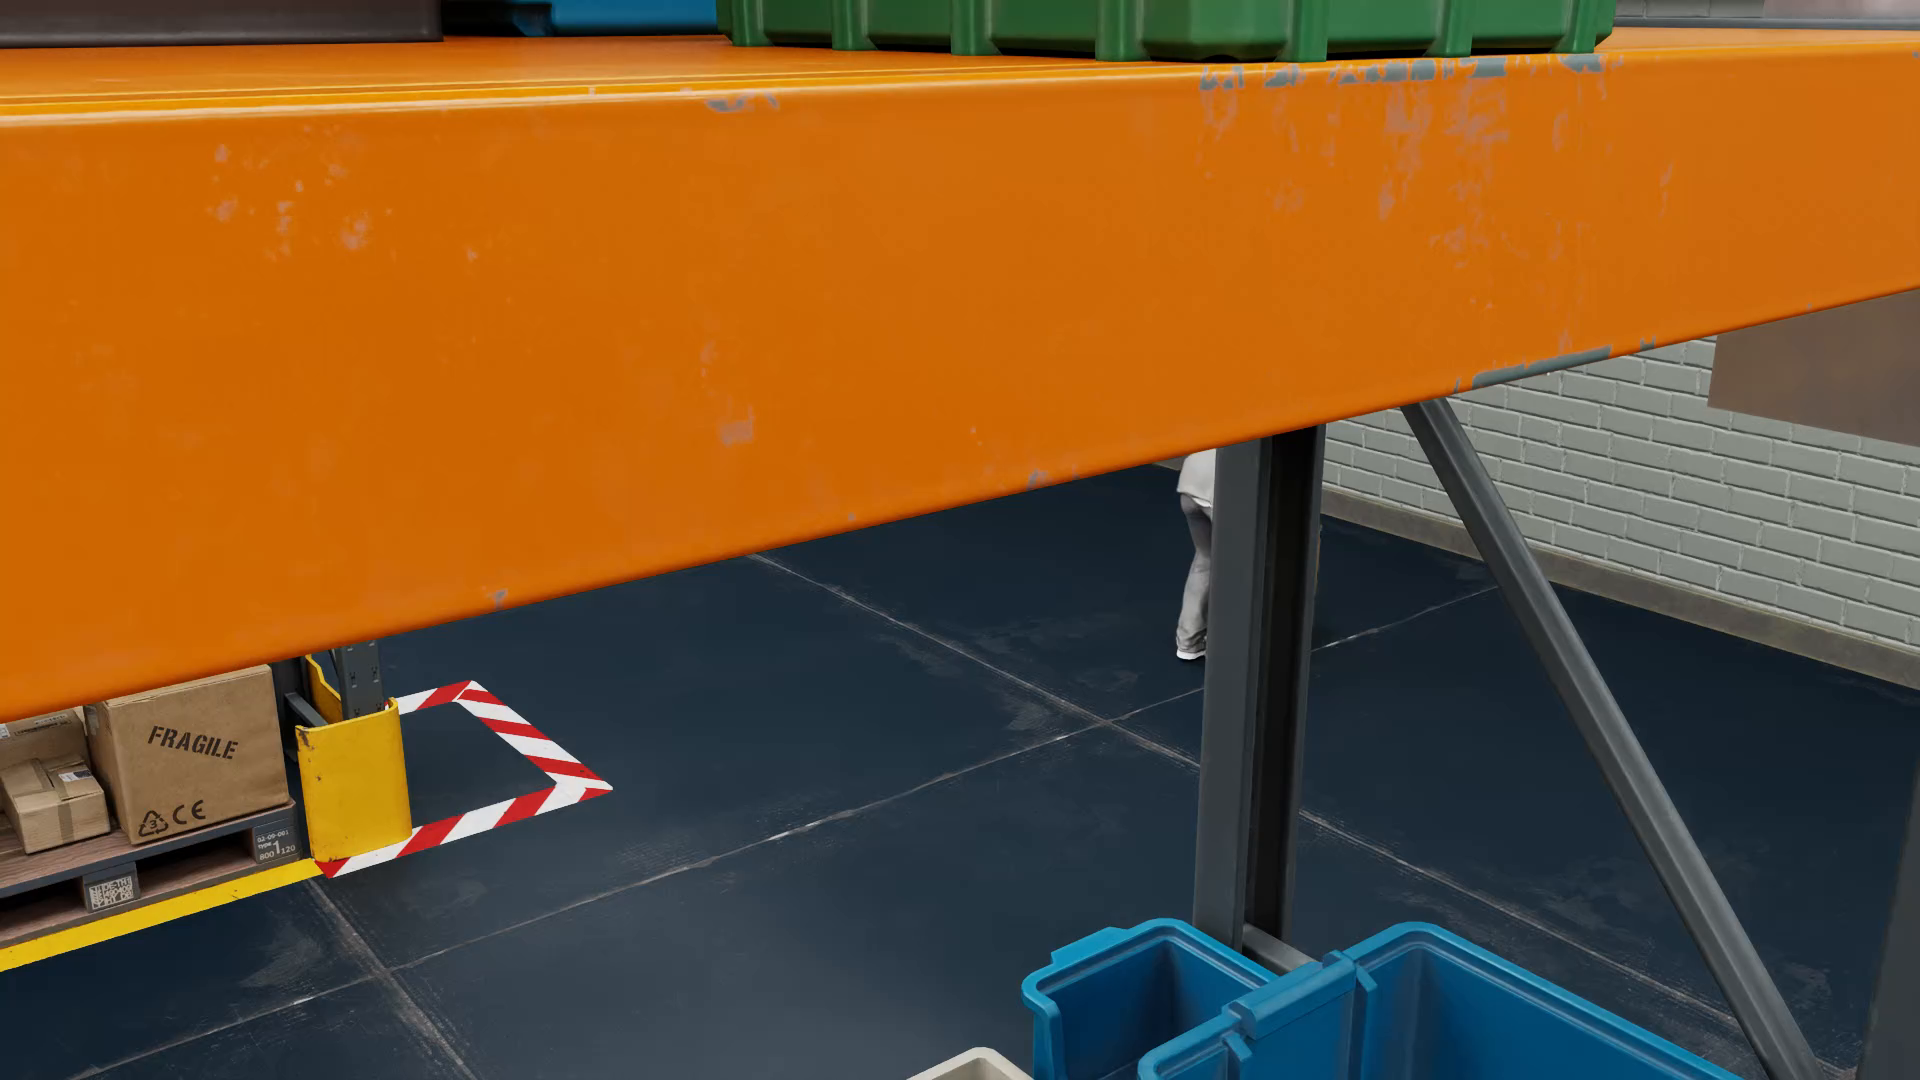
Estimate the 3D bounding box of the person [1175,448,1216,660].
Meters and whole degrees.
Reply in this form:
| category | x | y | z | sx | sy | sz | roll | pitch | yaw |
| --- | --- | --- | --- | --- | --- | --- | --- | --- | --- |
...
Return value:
| category | x | y | z | sx | sy | sz | roll | pitch | yaw |
| --- | --- | --- | --- | --- | --- | --- | --- | --- | --- |
| person | 1.121 | -0.210 | 7.222 | 0.347 | 1.592 | 0.481 | -15 | 24 | -39 |
